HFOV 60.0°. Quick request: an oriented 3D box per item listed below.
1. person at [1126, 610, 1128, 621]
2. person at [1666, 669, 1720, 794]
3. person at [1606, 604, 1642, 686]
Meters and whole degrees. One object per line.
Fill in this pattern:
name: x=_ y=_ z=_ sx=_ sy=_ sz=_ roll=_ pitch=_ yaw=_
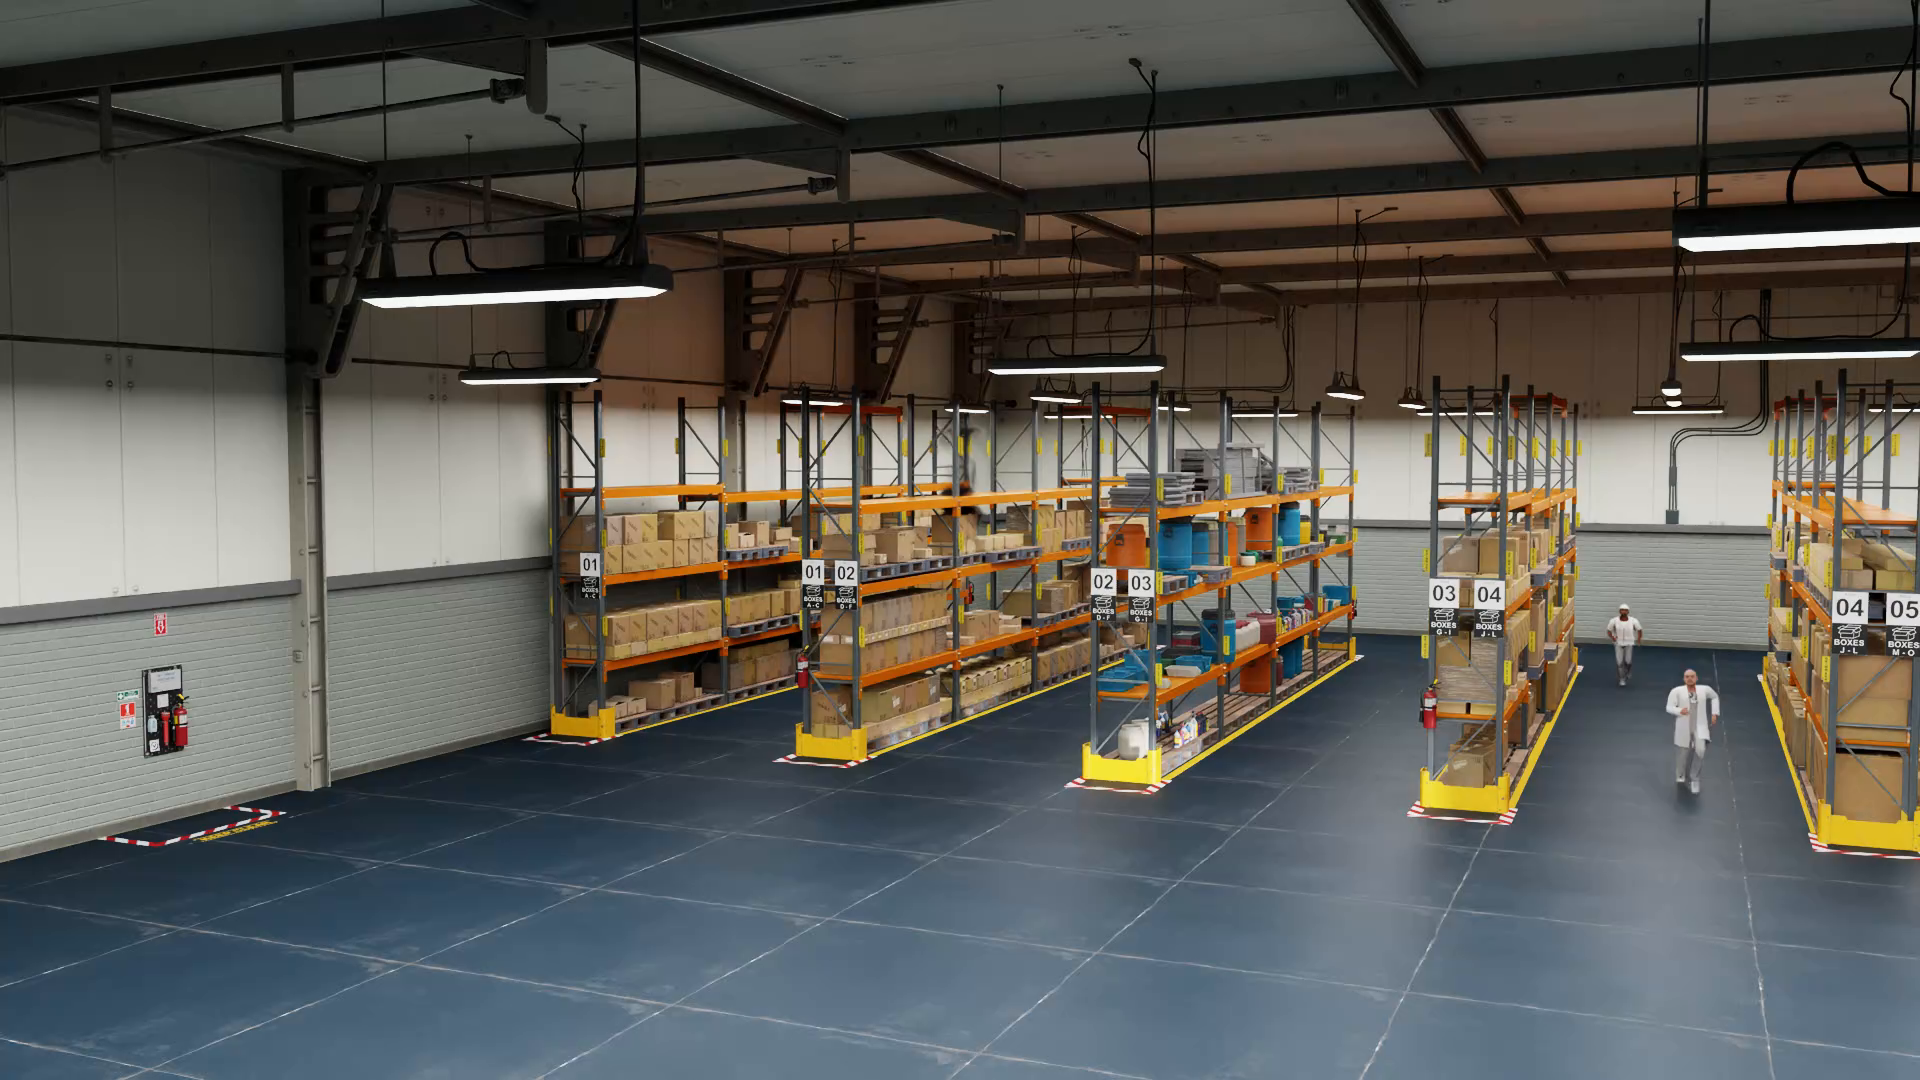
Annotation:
person: x=4.419 y=1.818 z=42.870 sx=0.772 sy=1.749 sz=0.578 roll=2 pitch=4 yaw=31
person: x=10.679 y=2.778 z=24.243 sx=0.726 sy=1.801 sz=0.947 roll=1 pitch=3 yaw=21
person: x=13.991 y=2.209 z=35.048 sx=0.700 sy=1.723 sz=0.582 roll=1 pitch=3 yaw=23
